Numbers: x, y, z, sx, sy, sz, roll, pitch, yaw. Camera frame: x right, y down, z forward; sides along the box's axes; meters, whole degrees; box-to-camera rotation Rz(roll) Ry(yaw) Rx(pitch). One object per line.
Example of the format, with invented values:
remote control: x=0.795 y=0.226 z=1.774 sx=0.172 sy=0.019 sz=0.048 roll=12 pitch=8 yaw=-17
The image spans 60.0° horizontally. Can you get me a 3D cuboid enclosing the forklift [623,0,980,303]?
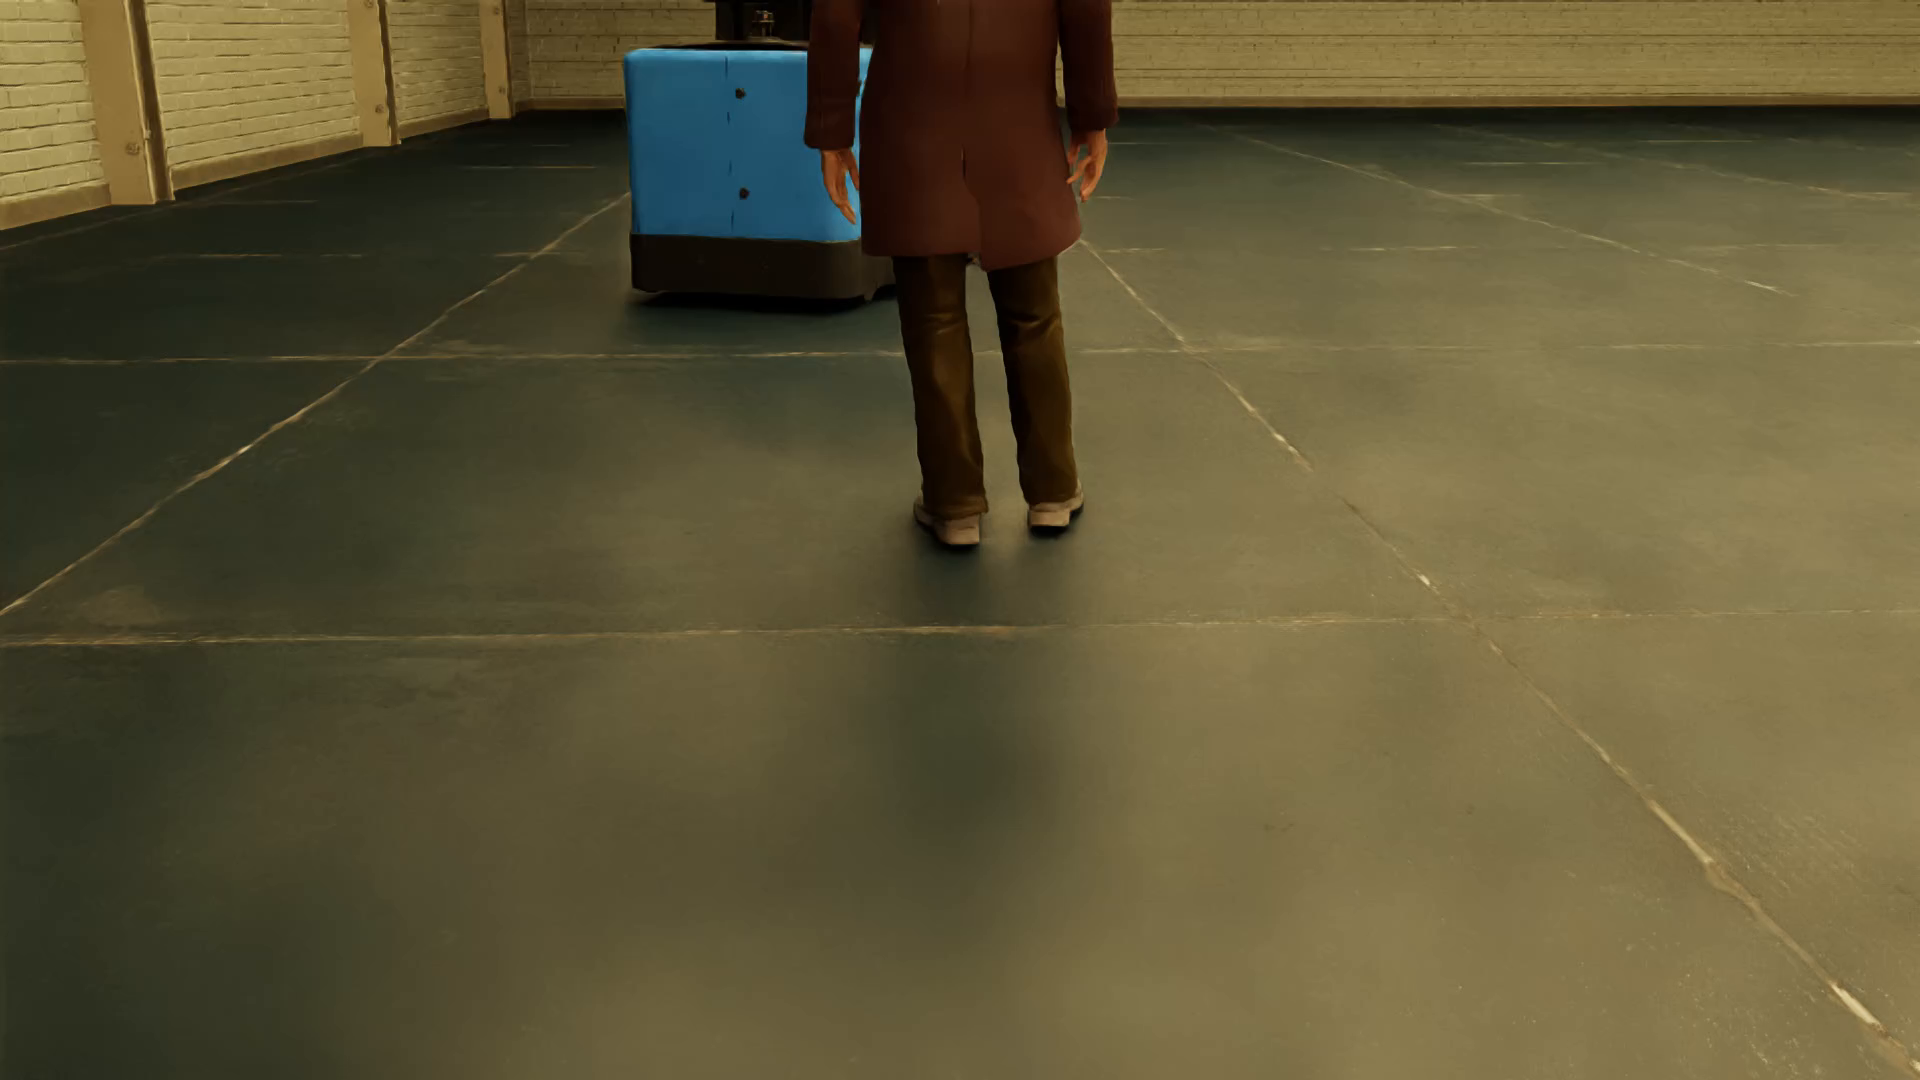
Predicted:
forklift: x=-0.520 y=-2.805 z=8.078 sx=1.130 sy=2.935 sz=3.031 roll=5 pitch=18 yaw=16

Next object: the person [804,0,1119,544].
person: x=0.000 y=-0.884 z=3.743 sx=0.694 sy=1.776 sz=0.580 roll=-1 pitch=17 yaw=-3
